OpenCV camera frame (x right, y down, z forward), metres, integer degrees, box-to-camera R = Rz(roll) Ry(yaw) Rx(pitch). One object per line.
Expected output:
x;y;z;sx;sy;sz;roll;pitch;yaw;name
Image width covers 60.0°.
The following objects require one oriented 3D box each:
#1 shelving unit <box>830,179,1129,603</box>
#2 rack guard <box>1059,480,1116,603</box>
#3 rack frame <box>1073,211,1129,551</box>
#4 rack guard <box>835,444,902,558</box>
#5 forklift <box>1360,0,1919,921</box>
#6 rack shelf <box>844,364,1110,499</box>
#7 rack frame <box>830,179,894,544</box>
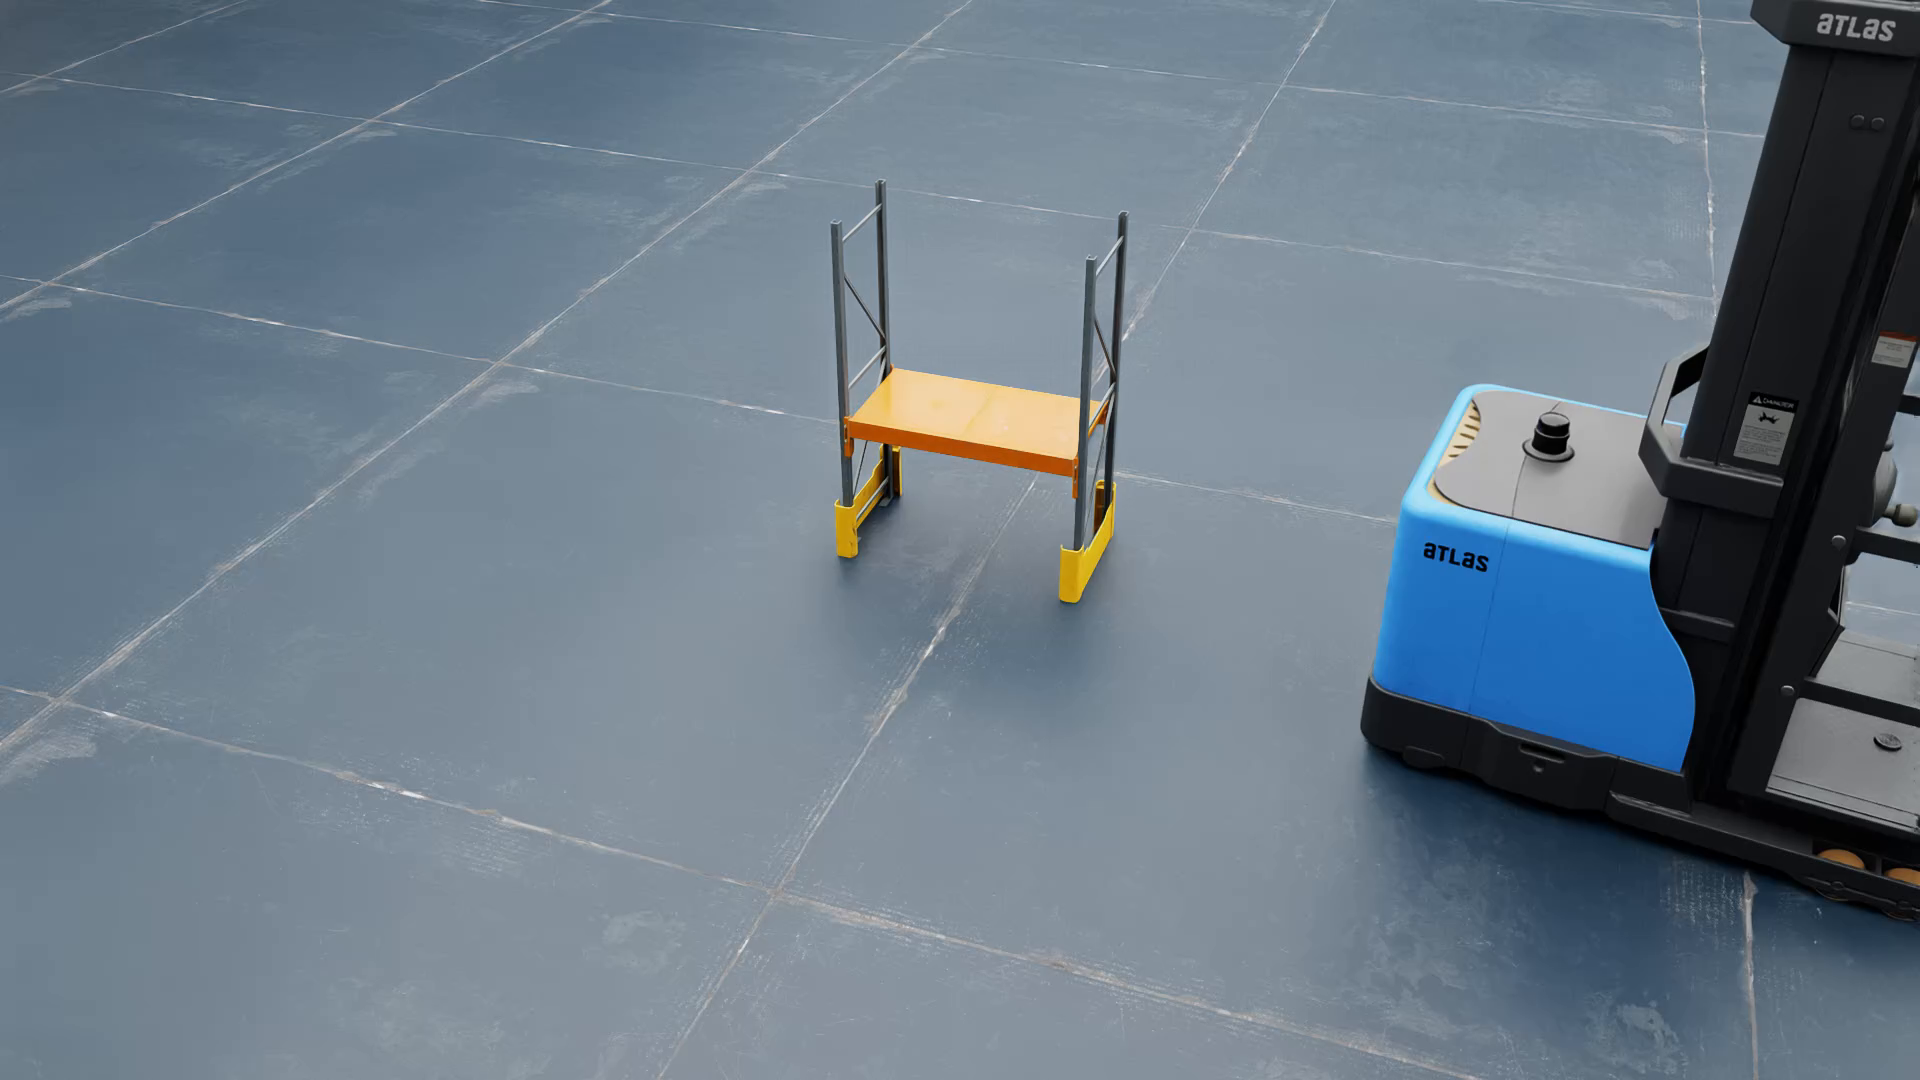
0.072;-0.616;6.822;1.083;1.500;0.587;11;34;16;shelving unit
0.541;0.000;7.019;0.087;0.250;0.587;11;34;16;rack guard
0.559;-0.521;6.675;0.032;1.500;0.500;11;34;16;rack frame
-0.397;-0.182;7.302;0.087;0.250;0.587;11;34;16;rack guard
3.009;-0.338;5.071;3.031;2.935;1.130;15;36;22;forklift
0.080;-0.463;6.917;1.000;0.185;0.538;11;34;16;rack shelf
-0.398;-0.708;6.963;0.032;1.500;0.500;11;34;16;rack frame
